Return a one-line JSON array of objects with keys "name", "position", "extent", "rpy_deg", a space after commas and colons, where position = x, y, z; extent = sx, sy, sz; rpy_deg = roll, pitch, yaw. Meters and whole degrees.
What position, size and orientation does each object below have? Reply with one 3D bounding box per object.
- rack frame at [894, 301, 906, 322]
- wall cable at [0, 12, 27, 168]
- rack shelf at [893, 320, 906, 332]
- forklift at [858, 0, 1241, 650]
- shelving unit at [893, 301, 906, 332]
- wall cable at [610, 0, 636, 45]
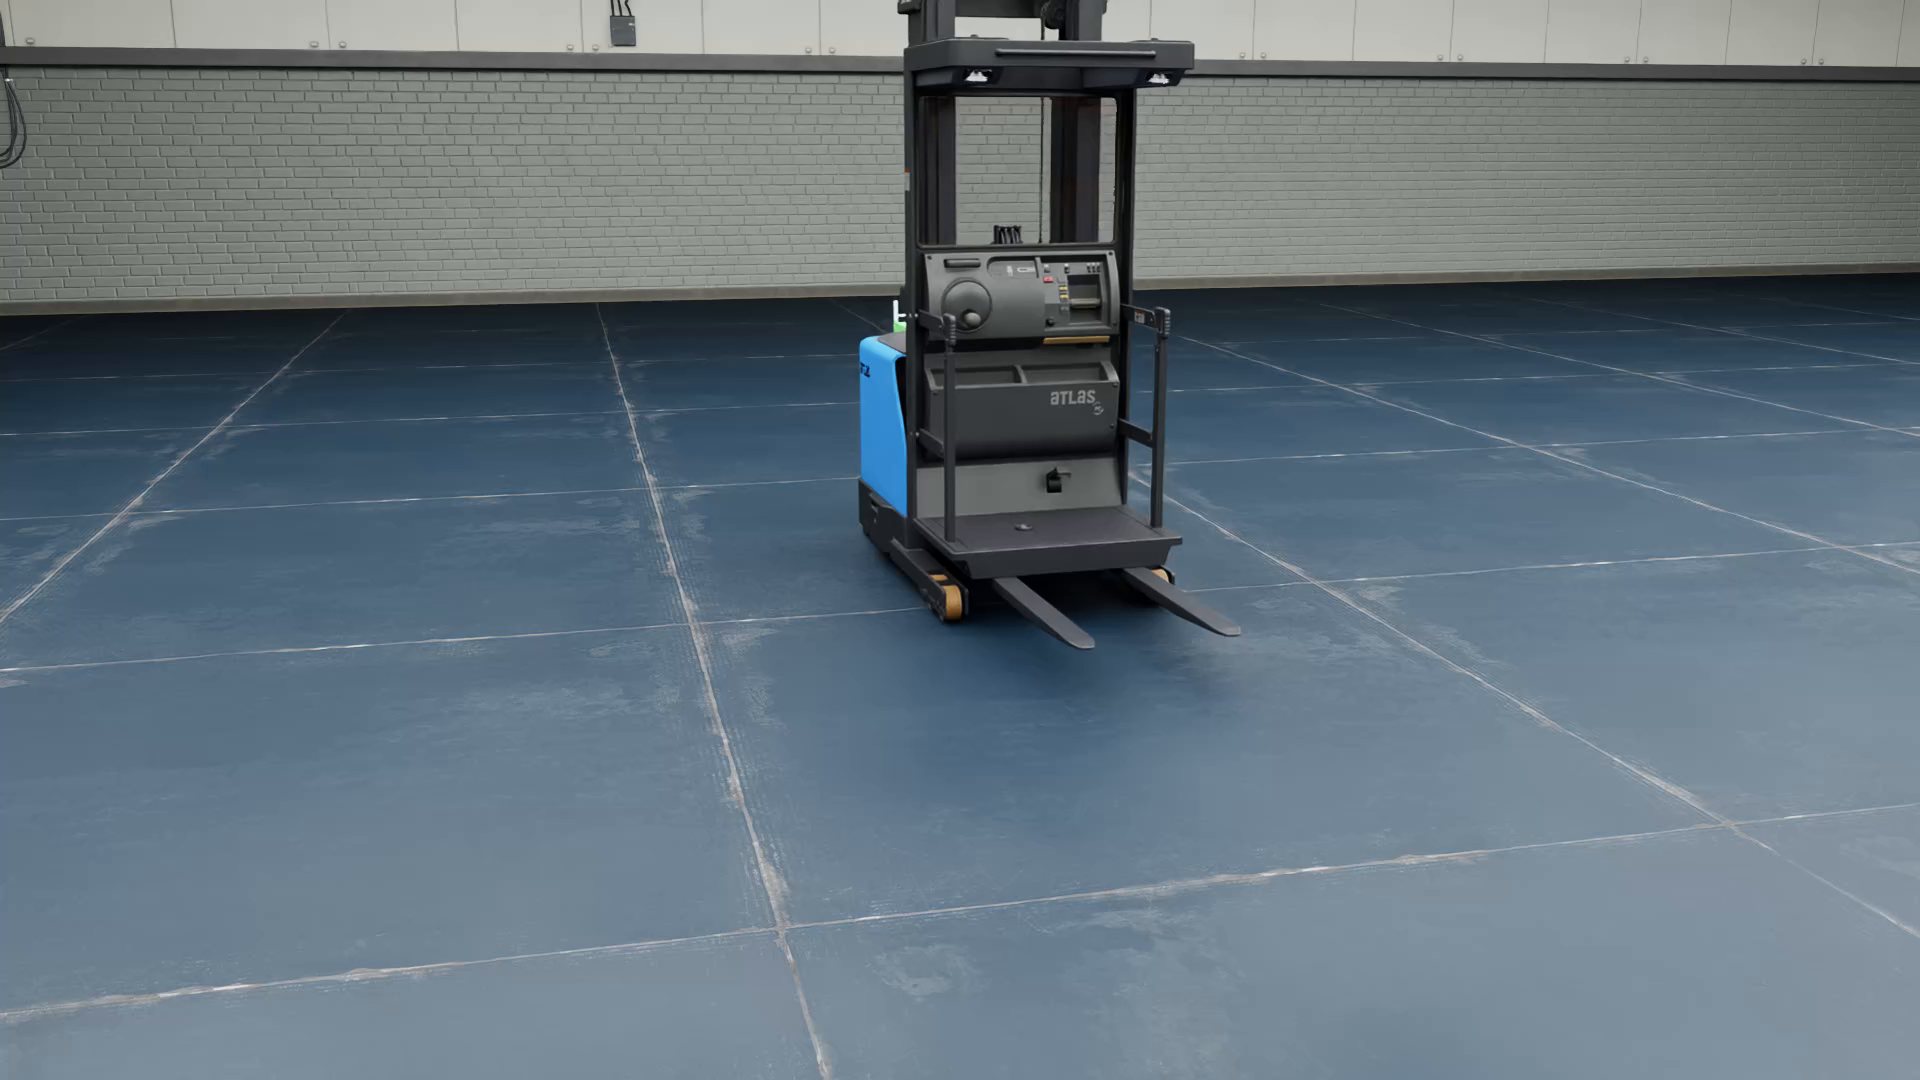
[{"name": "rack frame", "position": [-0.259, -0.780, 9.590], "extent": [0.240, 1.200, 0.015], "rpy_deg": [-4, 14, -16]}, {"name": "wall cable", "position": [-12.477, -5.492, 18.988], "extent": [3.097, 2.526, 0.112], "rpy_deg": [-3, 14, -13]}, {"name": "rack shelf", "position": [-0.191, -1.128, 9.264], "extent": [0.258, 0.148, 0.480], "rpy_deg": [-4, 14, -16]}, {"name": "forklift", "position": [0.354, -1.163, 7.510], "extent": [1.130, 2.935, 3.031], "rpy_deg": [-4, 14, -16]}, {"name": "shelving unit", "position": [-0.191, -0.724, 9.363], "extent": [0.258, 1.200, 0.503], "rpy_deg": [-4, 14, -16]}, {"name": "wall cable", "position": [-3.245, -9.178, 20.367], "extent": [2.305, 6.003, 0.169], "rpy_deg": [-3, 14, -13]}]
